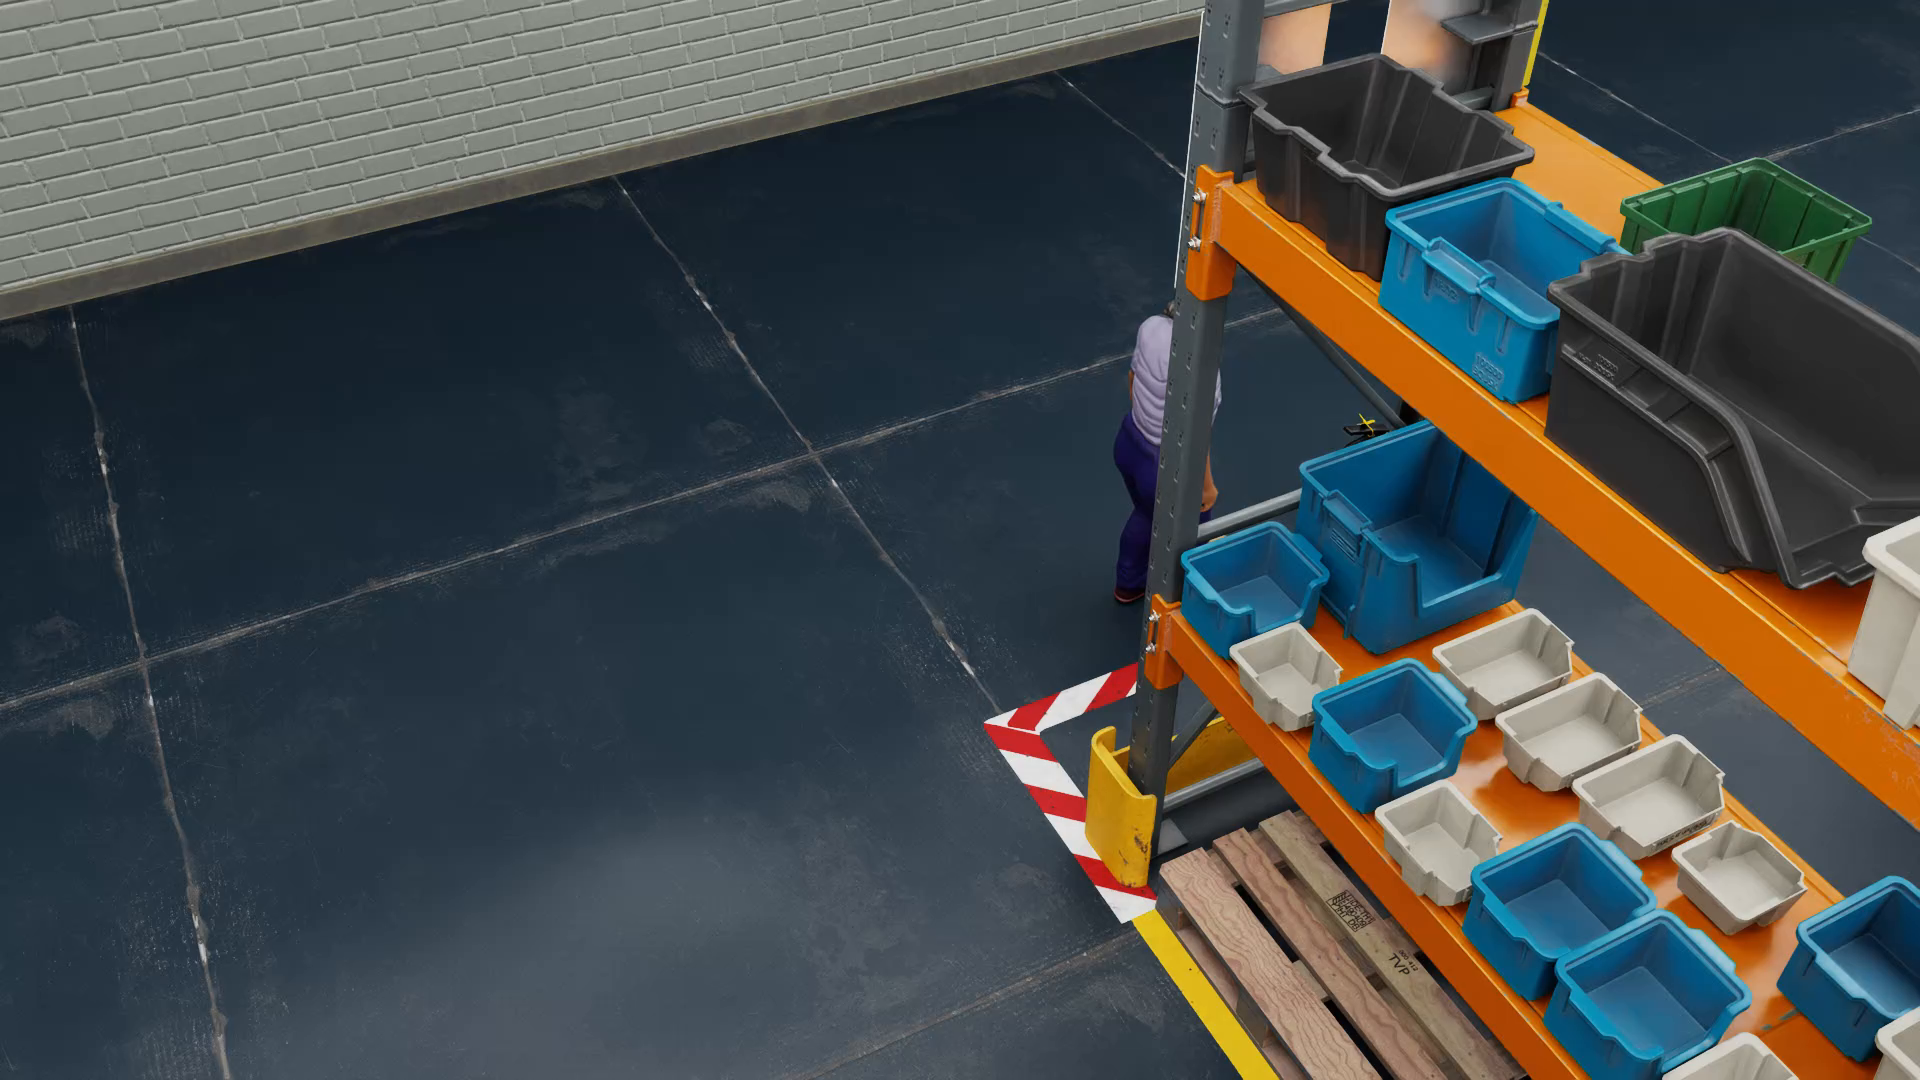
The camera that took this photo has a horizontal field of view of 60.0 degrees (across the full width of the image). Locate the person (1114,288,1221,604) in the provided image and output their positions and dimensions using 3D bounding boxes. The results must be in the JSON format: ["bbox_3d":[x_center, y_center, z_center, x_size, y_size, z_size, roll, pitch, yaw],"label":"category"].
[{"bbox_3d":[0.824,-0.311,6.525,0.370,1.639,0.539,-16,44,-17],"label":"person"}]
